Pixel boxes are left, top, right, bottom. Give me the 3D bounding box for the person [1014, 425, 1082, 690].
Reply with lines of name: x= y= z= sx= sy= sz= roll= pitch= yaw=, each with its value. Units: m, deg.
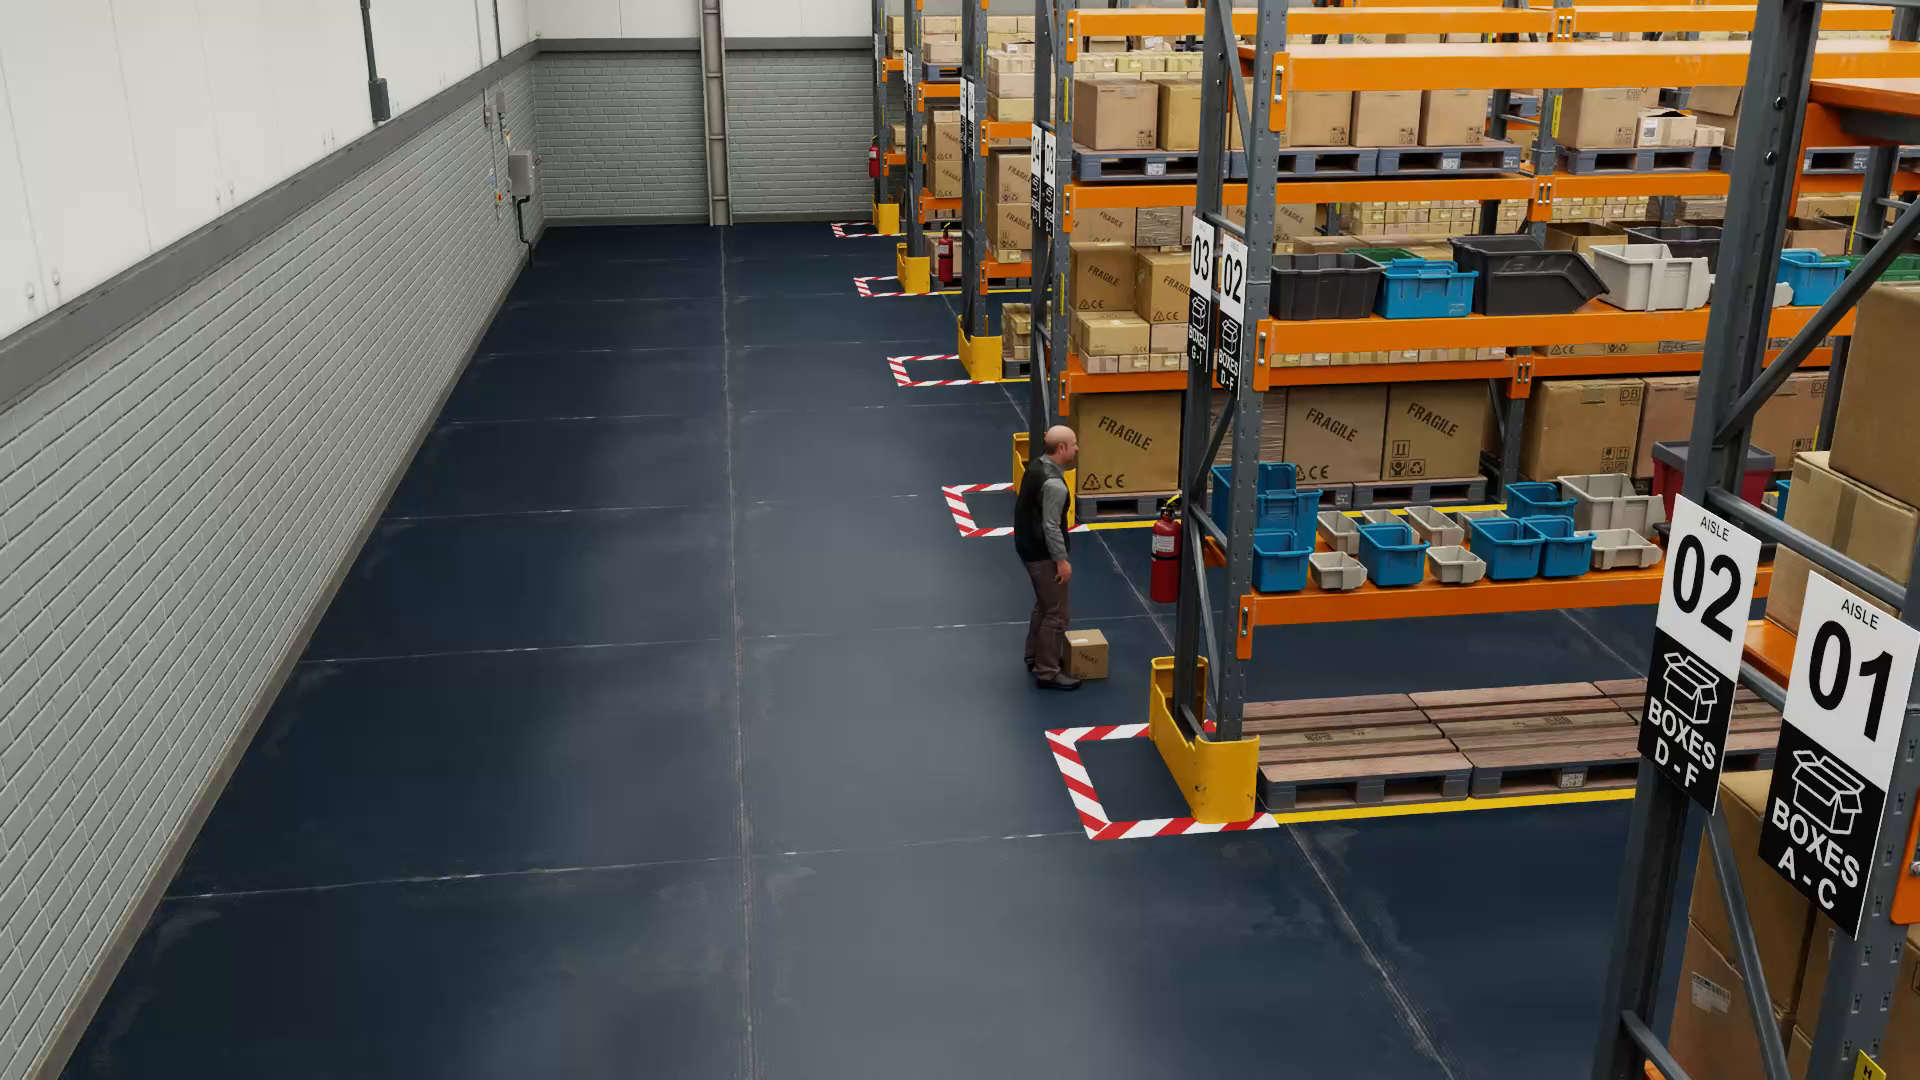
person: x=0.564 y=0.093 z=10.849 sx=0.418 sy=1.721 sz=0.580 roll=-3 pitch=20 yaw=-7
